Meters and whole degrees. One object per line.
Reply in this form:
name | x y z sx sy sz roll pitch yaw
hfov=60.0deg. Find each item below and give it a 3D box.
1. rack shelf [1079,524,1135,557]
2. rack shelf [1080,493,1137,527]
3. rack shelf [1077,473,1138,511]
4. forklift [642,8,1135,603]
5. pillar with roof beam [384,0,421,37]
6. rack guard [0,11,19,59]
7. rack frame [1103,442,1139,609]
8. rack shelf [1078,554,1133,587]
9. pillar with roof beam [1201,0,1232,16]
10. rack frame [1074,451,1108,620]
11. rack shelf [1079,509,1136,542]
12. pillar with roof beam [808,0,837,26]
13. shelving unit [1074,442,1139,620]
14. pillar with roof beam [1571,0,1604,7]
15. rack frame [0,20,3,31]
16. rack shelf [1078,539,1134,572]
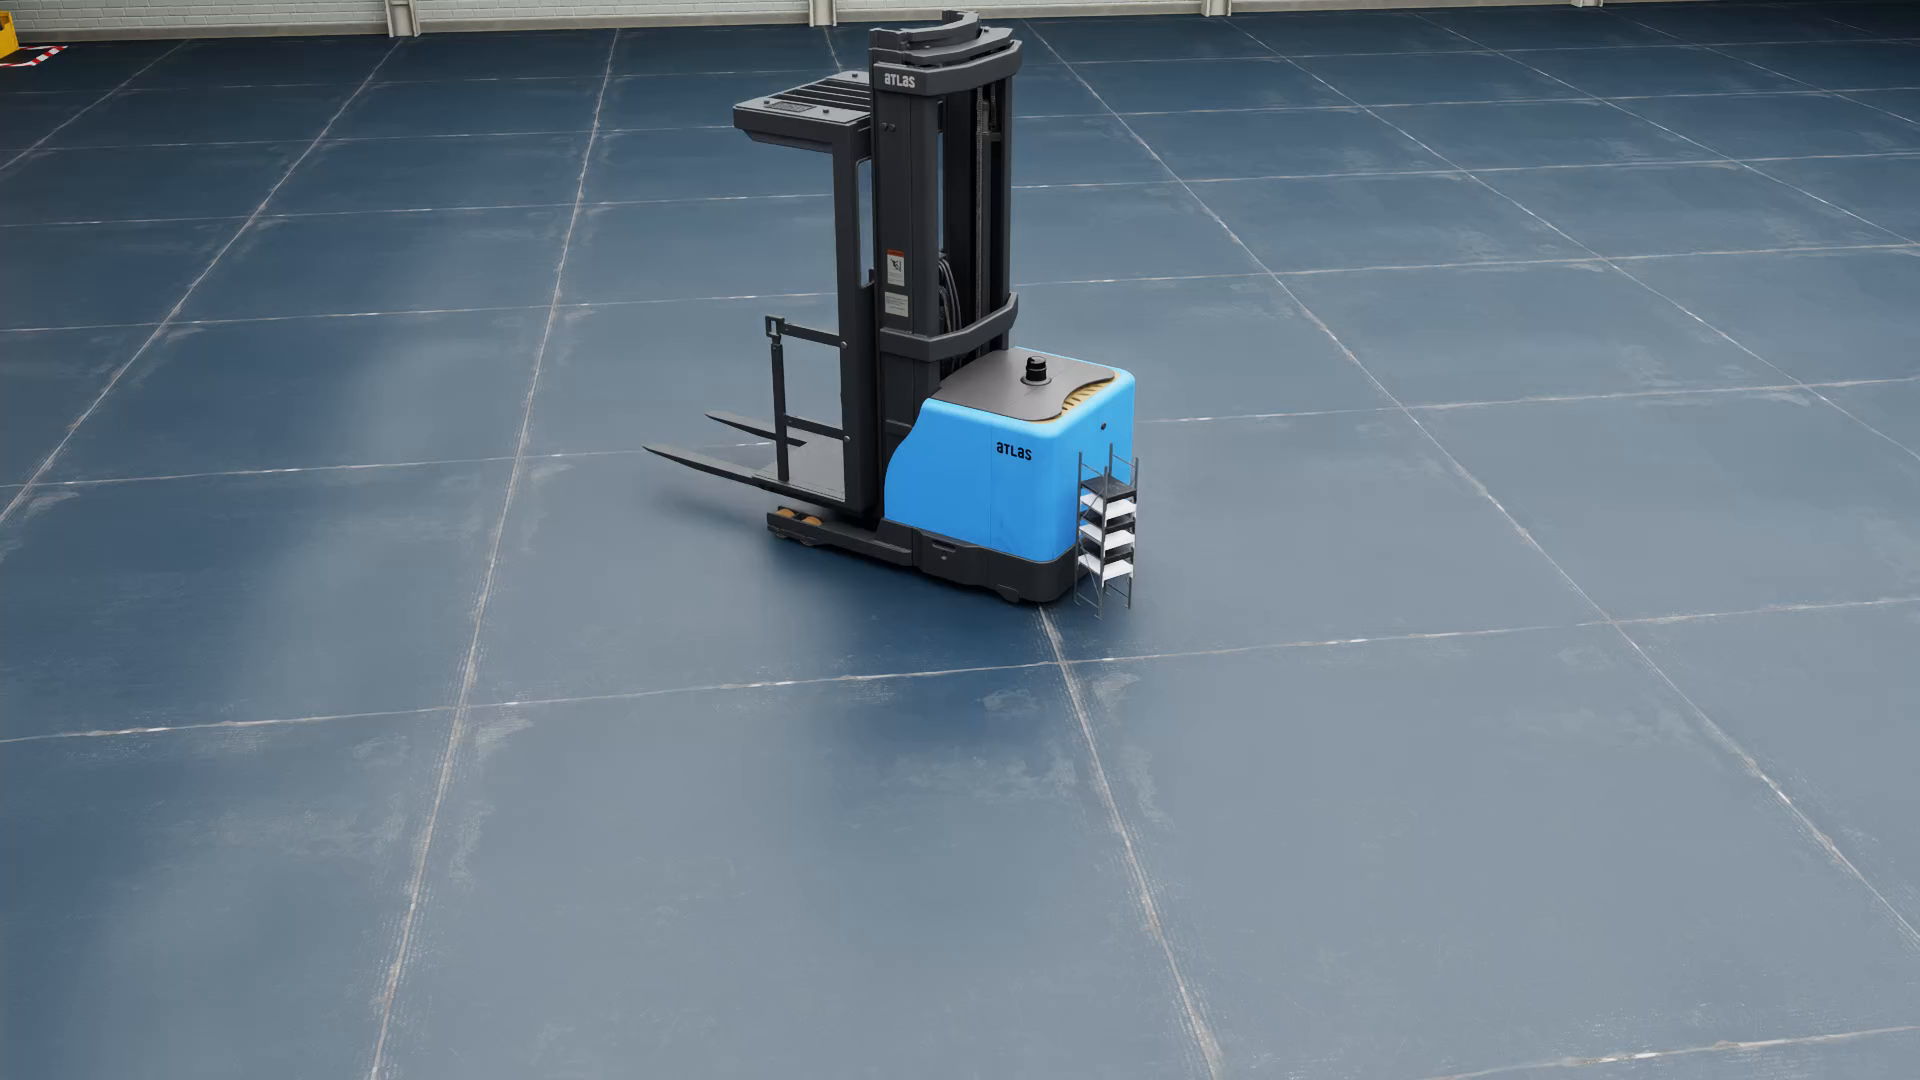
rack shelf | 0.774 -0.015 8.866 0.200 0.077 0.258 -17 31 -29
rack shelf | 0.774 -0.175 8.784 0.200 0.077 0.258 -17 31 -29
rack shelf | 0.774 -0.255 8.743 0.200 0.077 0.258 -17 31 -29
forklift | -0.534 -1.457 9.379 3.031 2.935 1.130 16 31 28
pillar with roof beam | -7.378 -9.326 18.068 0.400 9.000 9.100 -4 27 -7
rack guard | -13.080 -6.748 22.353 0.348 0.500 1.175 -4 27 -7
rack frame | 0.859 -0.070 8.900 0.006 0.900 0.240 -17 31 -29
rack shelf | 0.774 0.146 8.948 0.200 0.077 0.258 -17 31 -29
pillar with roof beam | 4.505 -10.089 19.556 0.400 9.000 9.100 -4 27 -7
rack frame | 0.689 -0.019 8.801 0.006 0.900 0.240 -17 31 -29
rack shelf | 0.774 -0.095 8.825 0.200 0.077 0.258 -17 31 -29
pillar with roof beam | -1.436 -9.708 18.812 0.400 9.000 9.100 -4 27 -7
shelving unit | 0.774 -0.044 8.851 0.210 0.900 0.258 -17 31 -29
pillar with roof beam | 10.447 -10.471 20.300 0.400 9.000 9.100 -4 27 -7
rack frame | -13.104 -7.858 21.779 0.127 3.000 1.000 -4 27 -7
rack shelf | 0.774 0.065 8.907 0.200 0.077 0.258 -17 31 -29
